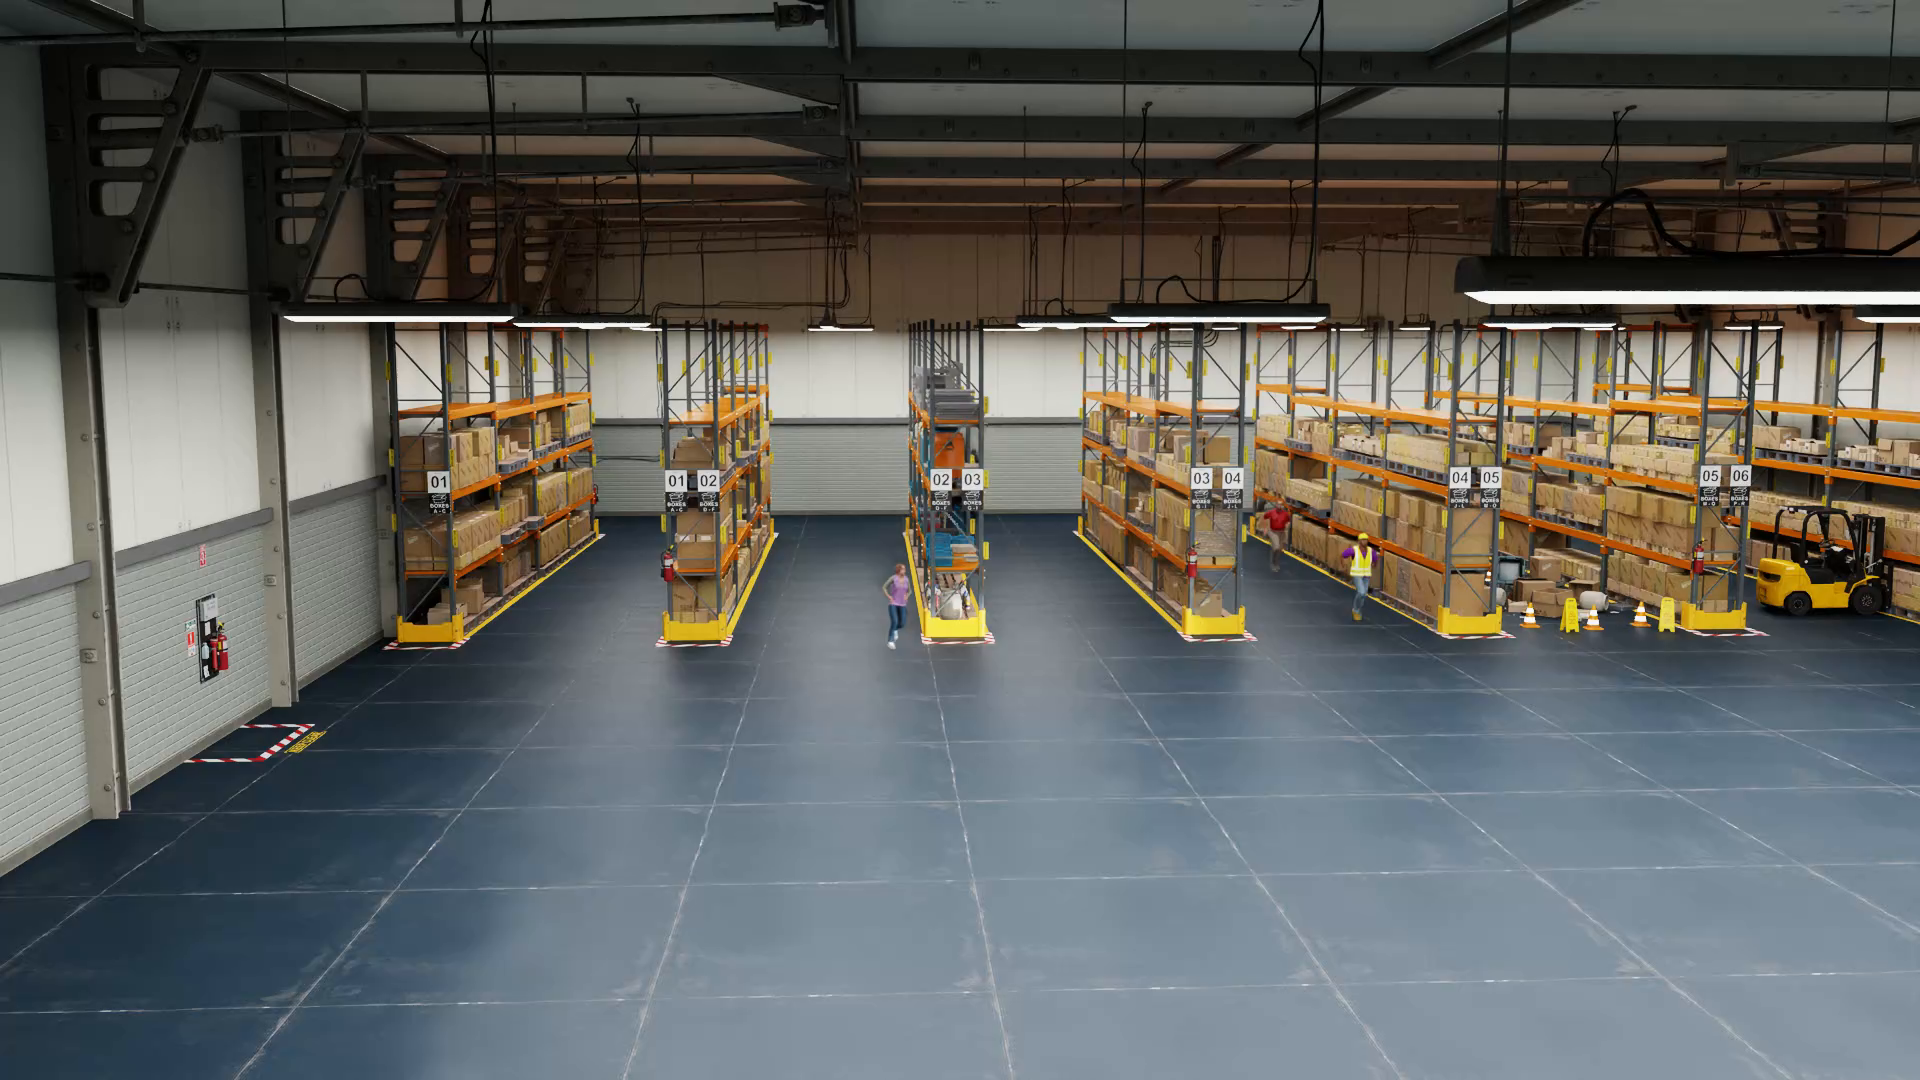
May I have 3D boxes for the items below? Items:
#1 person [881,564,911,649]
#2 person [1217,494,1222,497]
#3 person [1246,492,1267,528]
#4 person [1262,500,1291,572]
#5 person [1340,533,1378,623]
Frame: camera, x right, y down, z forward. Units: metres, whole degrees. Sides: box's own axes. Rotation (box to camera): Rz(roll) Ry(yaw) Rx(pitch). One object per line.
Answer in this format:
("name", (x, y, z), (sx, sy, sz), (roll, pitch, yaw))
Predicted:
("person", (-1.162, 1.198, 30.713), (0.562, 1.543, 0.623), (-3, 8, -25))
("person", (7.197, -0.939, 47.336), (0.683, 1.667, 0.625), (2, 7, 19))
("person", (8.868, -1.152, 49.092), (0.986, 1.605, 0.604), (0, 7, -3))
("person", (7.694, -0.086, 40.259), (0.627, 1.764, 0.814), (-2, 7, -13))
("person", (8.035, 0.749, 33.277), (0.687, 1.791, 0.702), (-2, 7, -15))
